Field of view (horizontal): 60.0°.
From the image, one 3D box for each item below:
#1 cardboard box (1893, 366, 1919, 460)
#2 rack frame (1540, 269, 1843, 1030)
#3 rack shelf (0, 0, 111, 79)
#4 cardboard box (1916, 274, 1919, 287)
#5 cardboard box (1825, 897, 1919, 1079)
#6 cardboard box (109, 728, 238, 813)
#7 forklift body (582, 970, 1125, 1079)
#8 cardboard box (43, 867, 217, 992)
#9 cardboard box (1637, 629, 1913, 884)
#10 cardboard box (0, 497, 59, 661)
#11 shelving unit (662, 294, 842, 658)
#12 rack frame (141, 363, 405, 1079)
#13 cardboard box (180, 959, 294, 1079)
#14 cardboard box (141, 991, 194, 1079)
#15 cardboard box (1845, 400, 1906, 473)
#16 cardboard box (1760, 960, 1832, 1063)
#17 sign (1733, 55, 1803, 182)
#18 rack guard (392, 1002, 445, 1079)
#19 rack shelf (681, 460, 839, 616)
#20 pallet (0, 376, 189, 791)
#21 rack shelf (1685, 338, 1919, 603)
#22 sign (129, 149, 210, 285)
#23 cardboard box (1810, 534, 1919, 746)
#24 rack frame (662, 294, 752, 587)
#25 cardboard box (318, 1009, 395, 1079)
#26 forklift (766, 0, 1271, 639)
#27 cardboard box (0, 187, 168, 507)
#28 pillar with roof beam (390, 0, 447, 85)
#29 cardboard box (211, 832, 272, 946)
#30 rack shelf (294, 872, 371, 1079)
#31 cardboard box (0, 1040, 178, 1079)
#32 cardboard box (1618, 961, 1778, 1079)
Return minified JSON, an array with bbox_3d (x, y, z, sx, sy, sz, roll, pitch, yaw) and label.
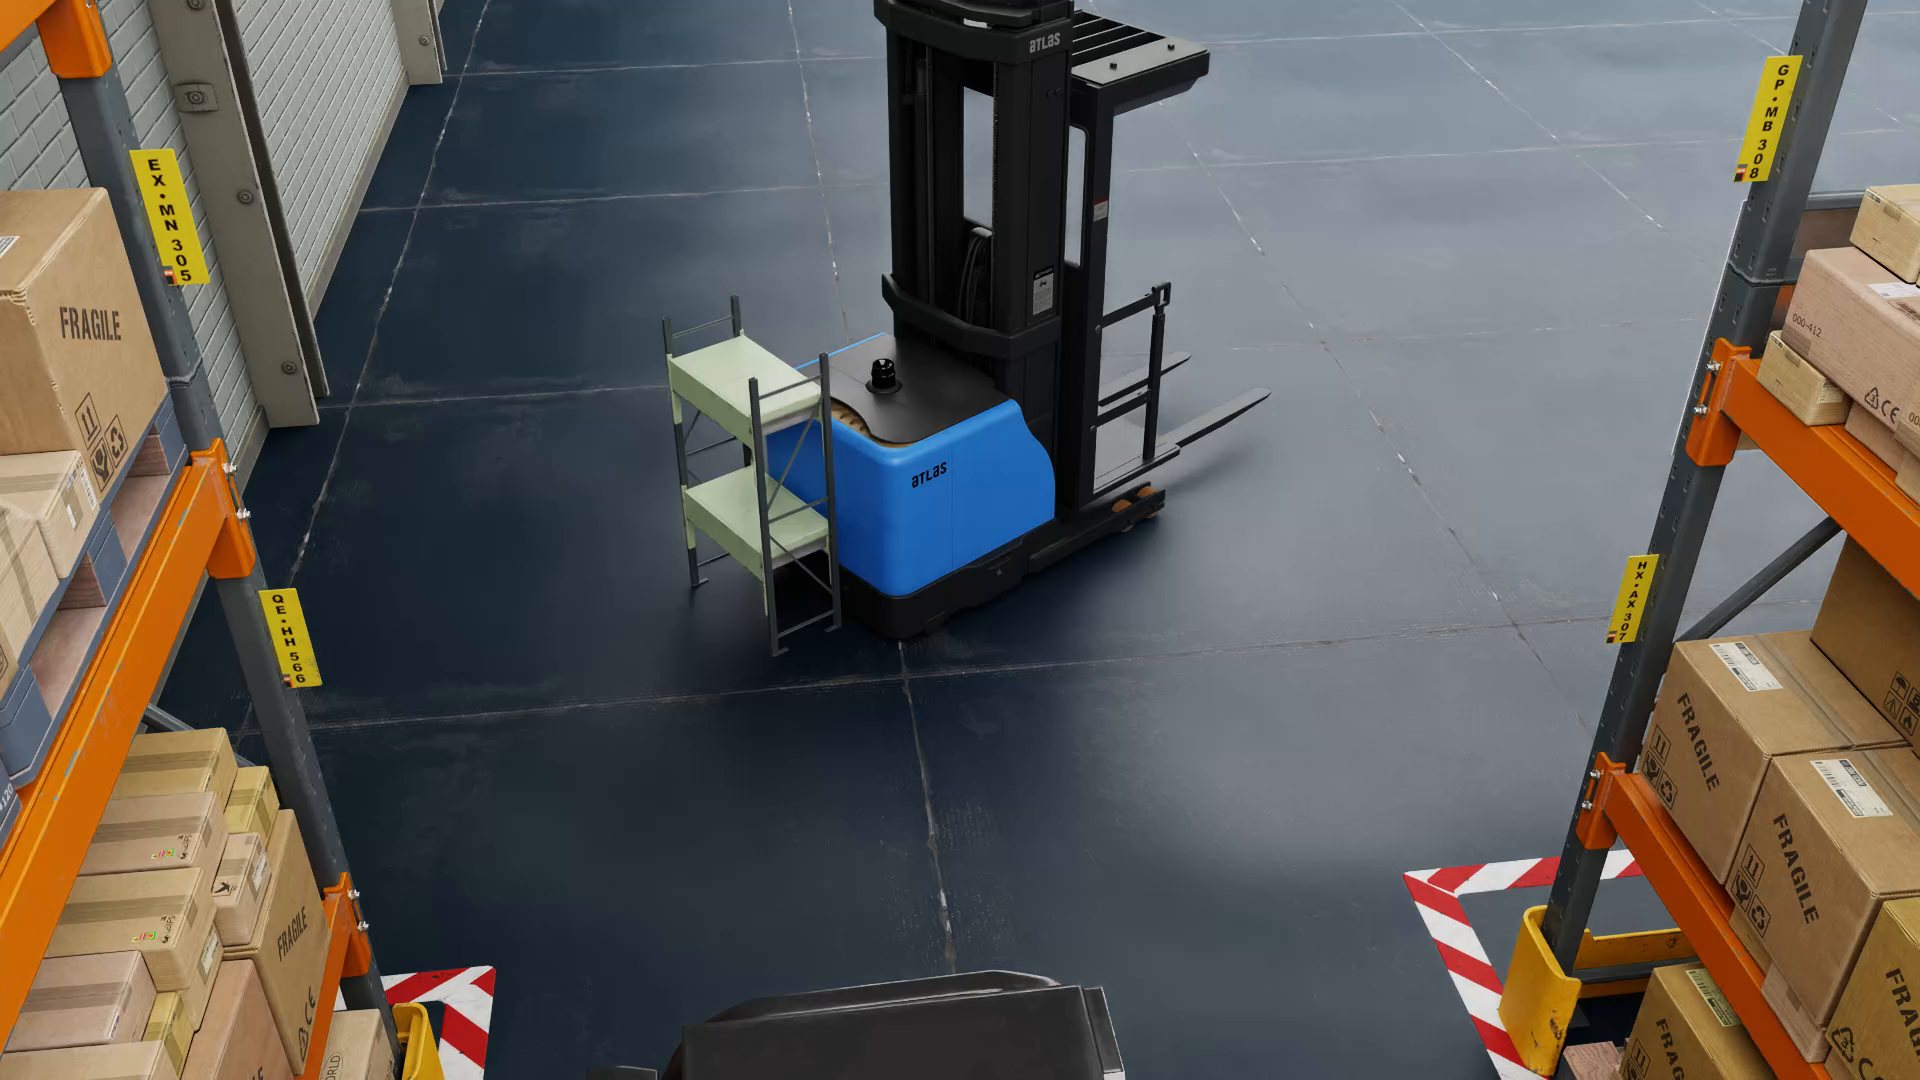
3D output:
[{"bbox_3d":[2.444,-0.220,3.615,0.500,0.250,0.500,-5,35,-7],"label":"cardboard box"},{"bbox_3d":[2.582,0.498,5.356,1.000,3.000,0.127,-4,35,-6],"label":"rack frame"},{"bbox_3d":[-2.067,-0.025,1.789,1.077,0.370,4.000,-4,35,-6],"label":"rack shelf"},{"bbox_3d":[2.477,-0.614,3.839,0.380,0.149,0.250,-5,35,-7],"label":"cardboard box"},{"bbox_3d":[2.513,1.192,3.985,0.500,0.500,0.500,-5,35,-7],"label":"cardboard box"},{"bbox_3d":[-2.079,0.627,4.237,0.380,0.149,0.250,-4,35,-6],"label":"cardboard box"},{"bbox_3d":[-0.273,2.147,3.690,2.313,2.155,1.214,-4,35,-6],"label":"forklift body"},{"bbox_3d":[-1.953,0.907,3.827,0.380,0.149,0.250,-4,34,-5],"label":"cardboard box"},{"bbox_3d":[2.371,0.619,4.825,0.500,0.500,0.500,-5,35,-7],"label":"cardboard box"},{"bbox_3d":[-1.890,0.058,2.996,0.396,0.266,0.258,-4,35,-6],"label":"cardboard box"},{"bbox_3d":[-0.968,-0.294,7.850,0.431,1.500,0.755,-24,41,-31],"label":"shelving unit"},{"bbox_3d":[-2.336,0.876,4.801,1.000,3.000,0.127,-4,35,-6],"label":"rack frame"},{"bbox_3d":[-1.949,1.379,3.973,0.500,0.500,0.500,-3,34,-5],"label":"cardboard box"},{"bbox_3d":[-1.952,1.168,3.708,0.380,0.149,0.250,-5,35,-7],"label":"cardboard box"},{"bbox_3d":[2.429,-0.289,4.069,0.380,0.149,0.250,-5,35,-8],"label":"cardboard box"},{"bbox_3d":[2.414,1.246,4.481,0.380,0.149,0.250,-4,34,-6],"label":"cardboard box"},{"bbox_3d":[2.044,-1.062,4.205,0.100,0.325,0.005,-4,35,-6],"label":"sign"},{"bbox_3d":[-2.339,1.895,5.525,1.175,0.500,0.348,-4,35,-6],"label":"rack guard"},{"bbox_3d":[-0.968,-0.025,8.034,0.431,0.370,0.720,-24,41,-31],"label":"rack shelf"},{"bbox_3d":[-2.267,0.069,3.400,1.003,0.211,1.213,-4,35,-6],"label":"pallet"},{"bbox_3d":[2.851,0.672,3.076,1.077,0.370,4.000,-4,35,-6],"label":"rack shelf"},{"bbox_3d":[-1.797,-0.730,3.778,0.100,0.325,0.005,-4,35,-6],"label":"sign"},{"bbox_3d":[2.867,0.189,4.568,0.700,0.500,0.500,-5,35,-8],"label":"cardboard box"},{"bbox_3d":[-1.196,-0.456,8.087,0.400,1.500,0.023,-24,41,-31],"label":"rack frame"},{"bbox_3d":[-1.965,1.659,4.833,0.500,0.250,0.500,-3,34,-5],"label":"cardboard box"},{"bbox_3d":[0.462,-1.450,8.275,3.031,2.935,1.130,-27,43,-34],"label":"forklift"},{"bbox_3d":[-2.035,-0.391,3.447,0.500,0.500,0.500,-3,34,-5],"label":"cardboard box"},{"bbox_3d":[-0.484,-8.169,12.746,9.100,9.000,0.400,-4,35,-6],"label":"pillar with roof beam"},{"bbox_3d":[-1.948,0.879,4.132,0.380,0.149,0.250,-4,34,-6],"label":"cardboard box"},{"bbox_3d":[-2.067,2.289,3.366,1.077,0.370,4.000,-4,35,-6],"label":"rack shelf"},{"bbox_3d":[-1.848,1.188,3.414,0.380,0.149,0.250,-4,34,-5],"label":"cardboard box"},{"bbox_3d":[2.420,1.635,5.090,0.500,0.500,0.500,-5,35,-8],"label":"cardboard box"}]
